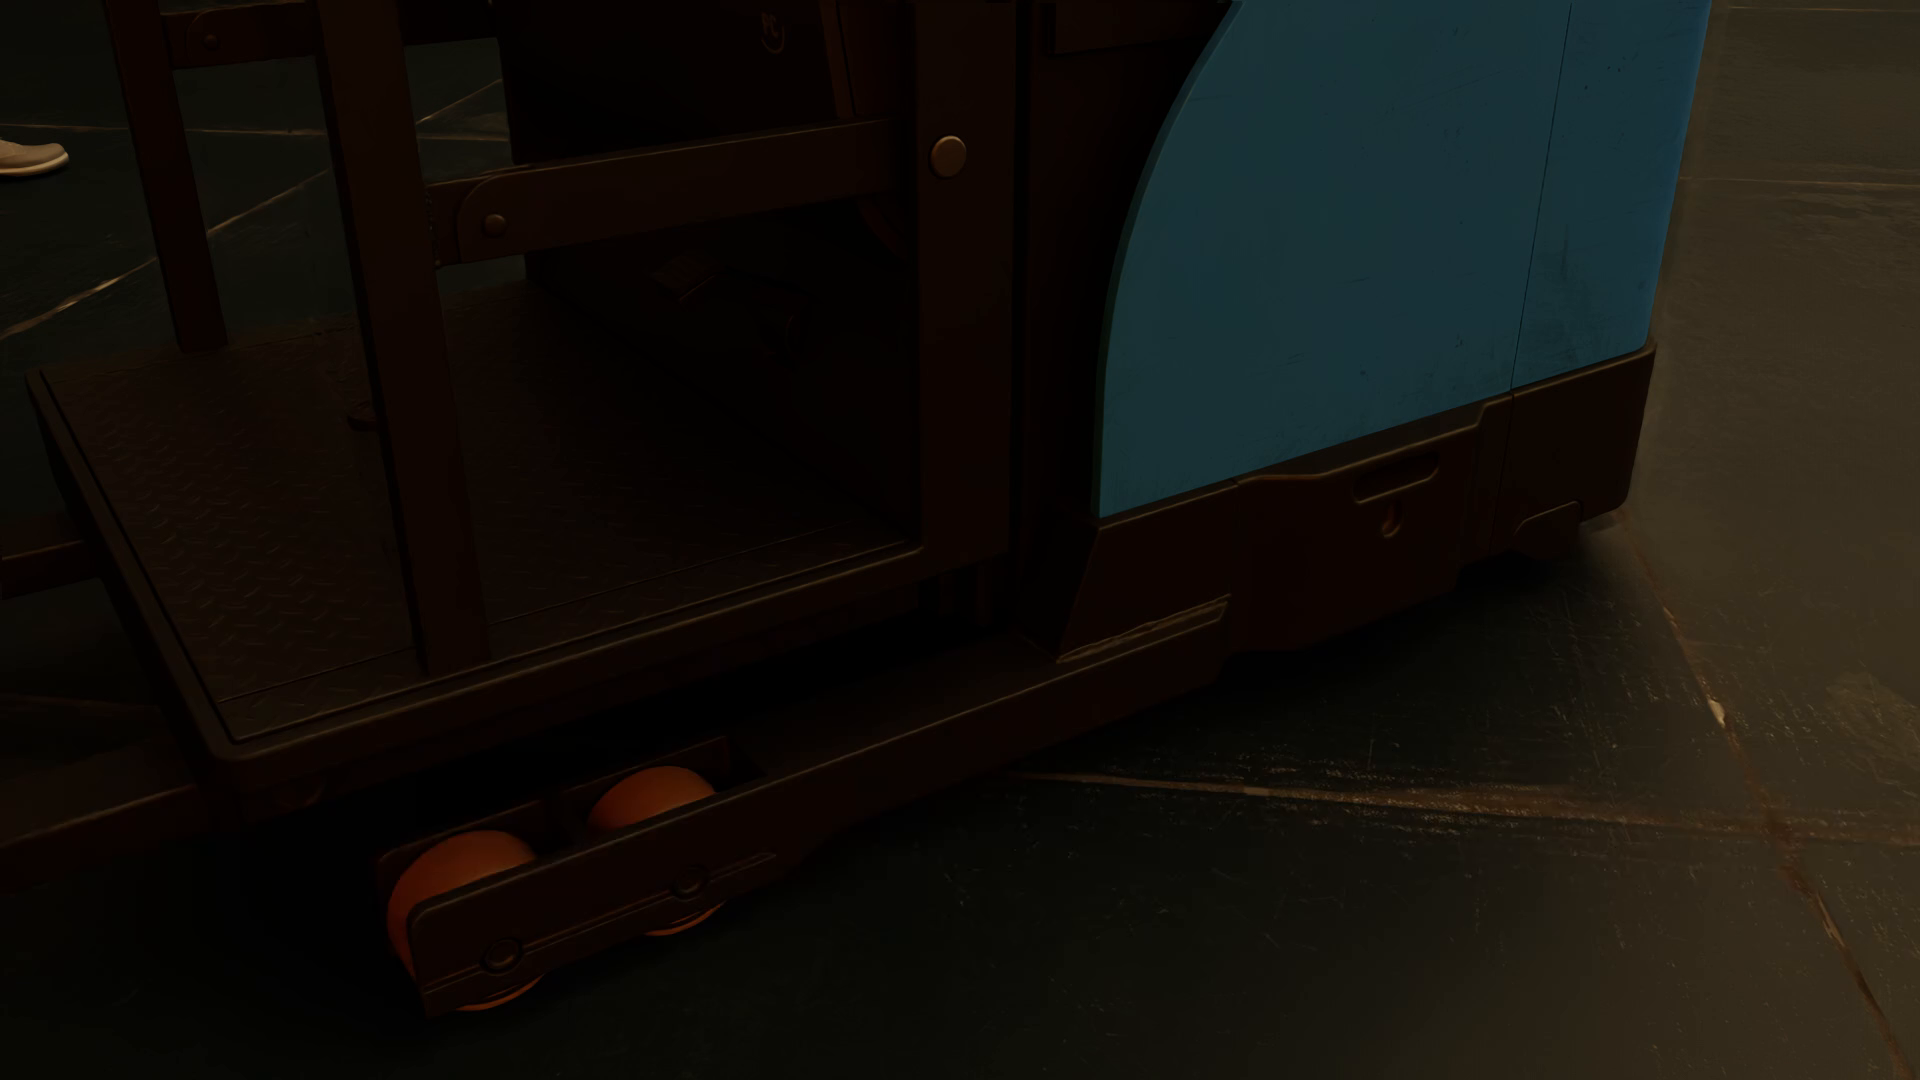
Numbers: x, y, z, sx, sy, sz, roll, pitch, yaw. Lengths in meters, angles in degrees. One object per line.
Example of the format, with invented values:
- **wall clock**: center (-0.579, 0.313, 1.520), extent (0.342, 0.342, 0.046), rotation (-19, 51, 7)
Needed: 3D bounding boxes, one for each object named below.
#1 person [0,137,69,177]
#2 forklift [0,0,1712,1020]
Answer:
- **person**: center (-2.802, -1.760, 4.076), extent (0.638, 1.727, 0.553), rotation (16, 31, 29)
- **forklift**: center (-0.508, -1.130, 1.483), extent (3.031, 2.935, 1.130), rotation (-17, 31, -30)
